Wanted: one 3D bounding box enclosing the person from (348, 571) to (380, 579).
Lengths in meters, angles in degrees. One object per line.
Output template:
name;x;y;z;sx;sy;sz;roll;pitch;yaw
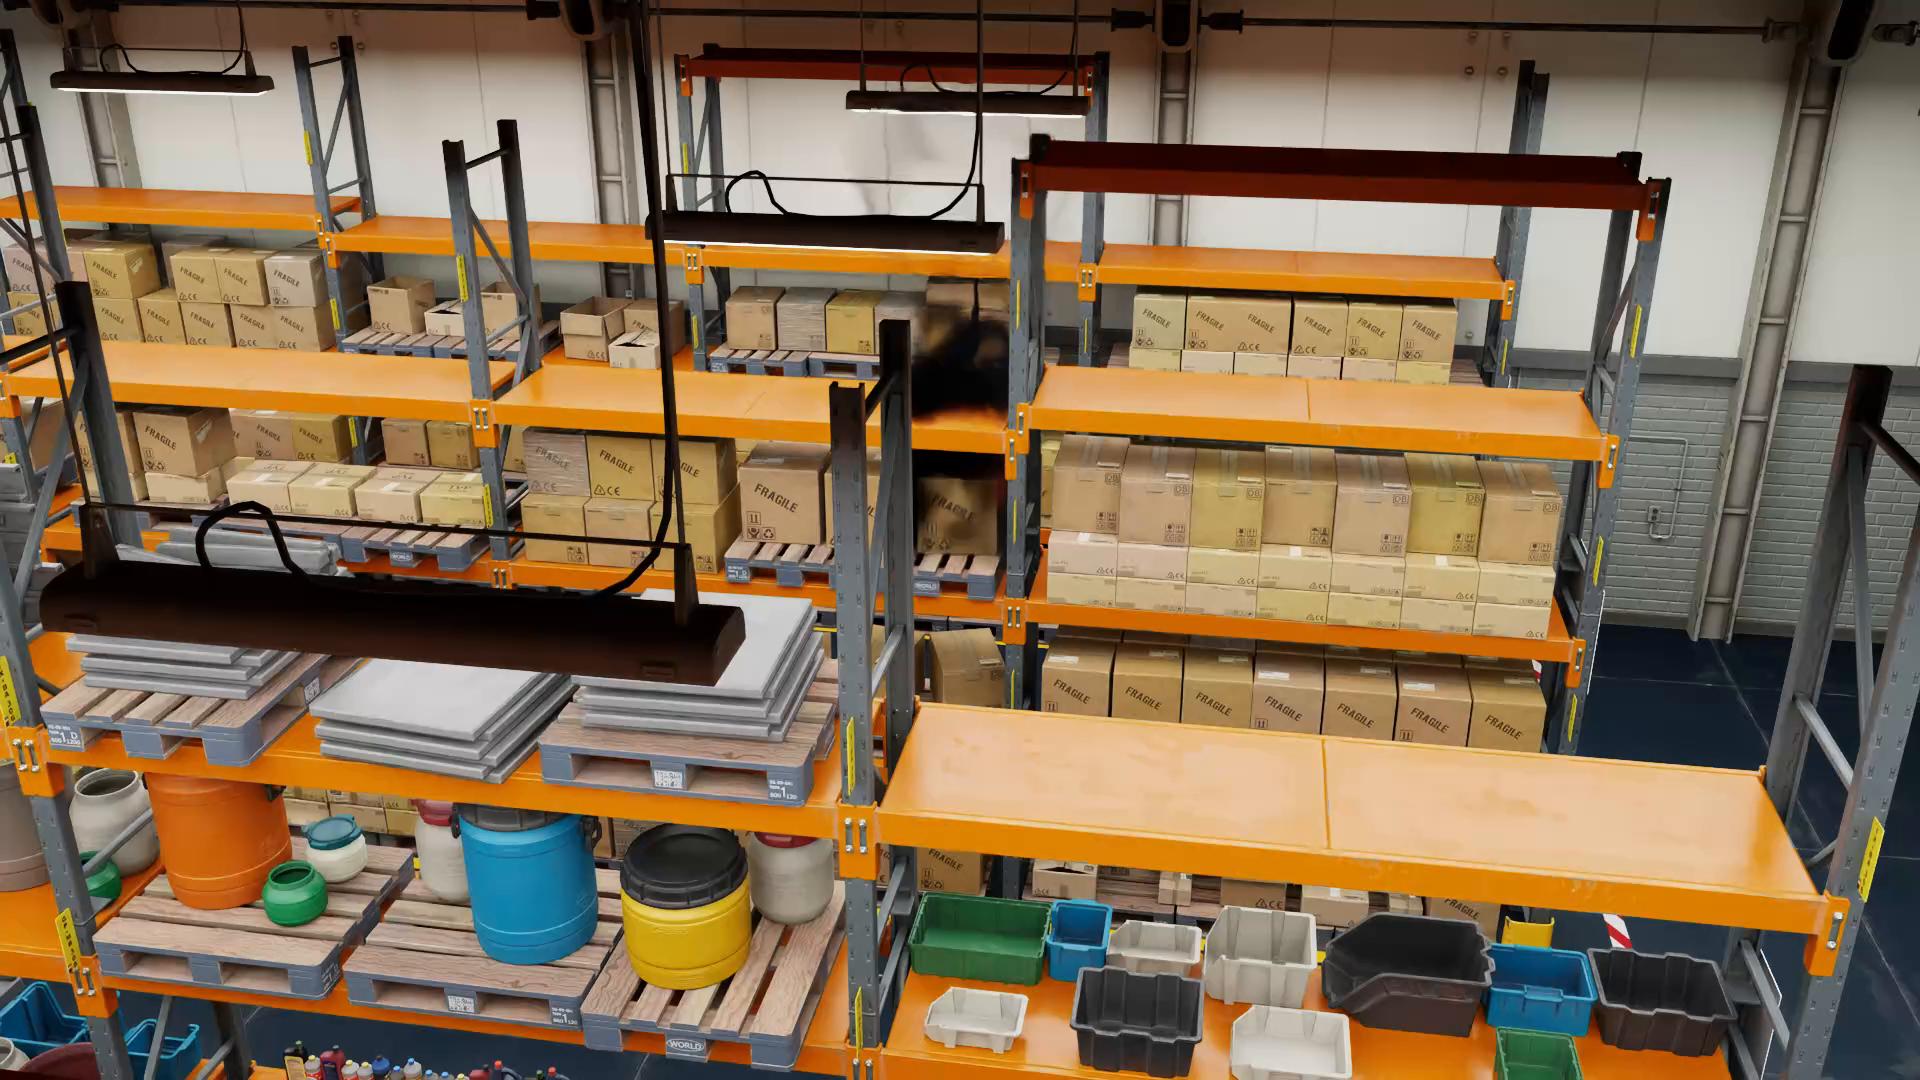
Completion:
person;-5.961;0.727;16.555;0.691;1.681;0.691;0;23;0
